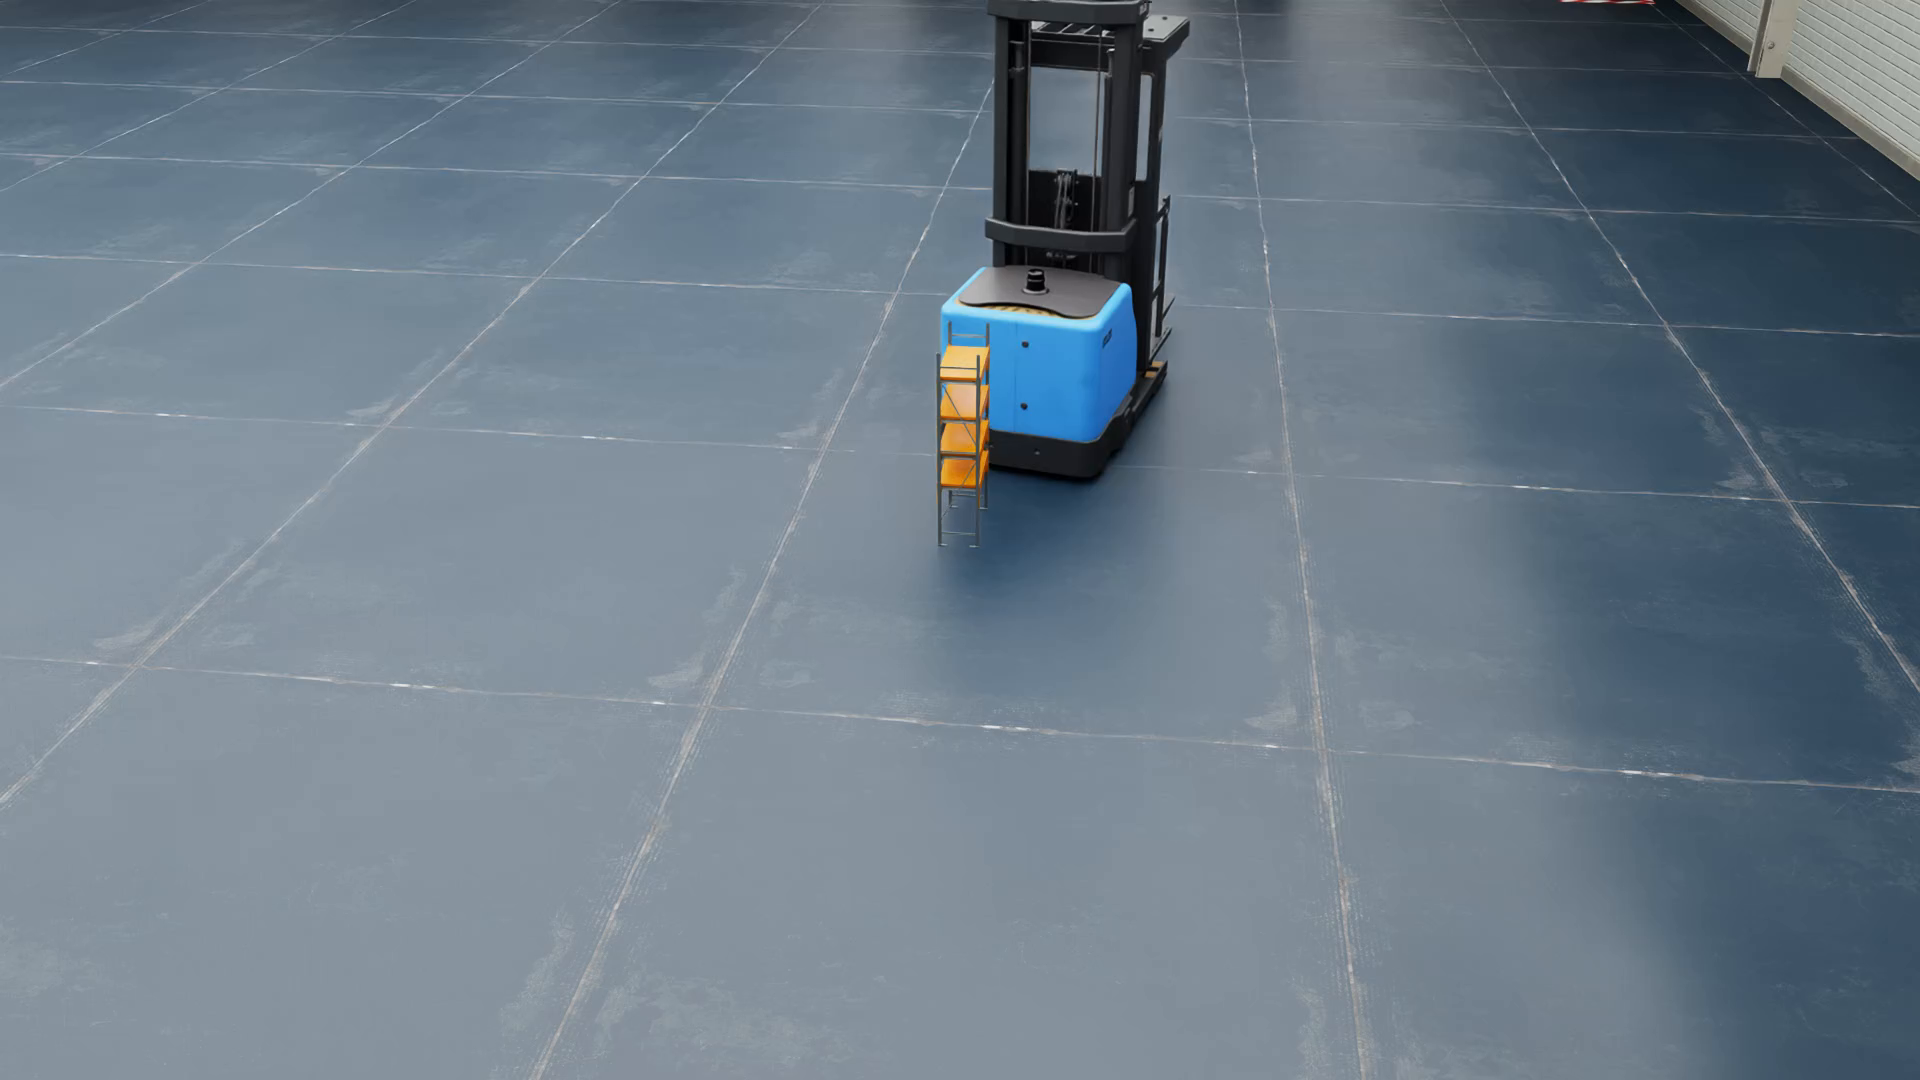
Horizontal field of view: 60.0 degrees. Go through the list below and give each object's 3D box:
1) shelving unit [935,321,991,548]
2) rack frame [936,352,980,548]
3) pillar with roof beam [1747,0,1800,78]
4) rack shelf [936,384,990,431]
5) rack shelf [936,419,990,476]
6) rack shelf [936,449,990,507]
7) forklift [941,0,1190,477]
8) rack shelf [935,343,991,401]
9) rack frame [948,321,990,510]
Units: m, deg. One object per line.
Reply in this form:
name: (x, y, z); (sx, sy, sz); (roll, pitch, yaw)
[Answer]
shelving unit: (0.020, -0.606, 9.610); (0.258, 1.200, 0.503); (3, 28, 6)
rack frame: (-0.010, -0.491, 9.397); (0.240, 1.200, 0.015); (3, 28, 6)
pillar with roof beam: (5.564, -9.908, 18.653); (9.100, 9.000, 0.400); (3, 28, 6)
rack shelf: (0.020, -0.744, 9.536); (0.258, 0.148, 0.480); (3, 28, 6)
rack shelf: (0.020, -0.547, 9.642); (0.258, 0.148, 0.480); (3, 28, 6)
rack shelf: (0.020, -0.372, 9.736); (0.258, 0.148, 0.480); (3, 28, 6)
forklift: (0.834, -2.360, 11.041); (1.130, 2.935, 3.031); (9, 30, 17)
rack shelf: (0.020, -0.952, 9.424); (0.258, 0.148, 0.480); (3, 28, 6)
rack frame: (0.050, -0.721, 9.823); (0.240, 1.200, 0.015); (3, 28, 6)
